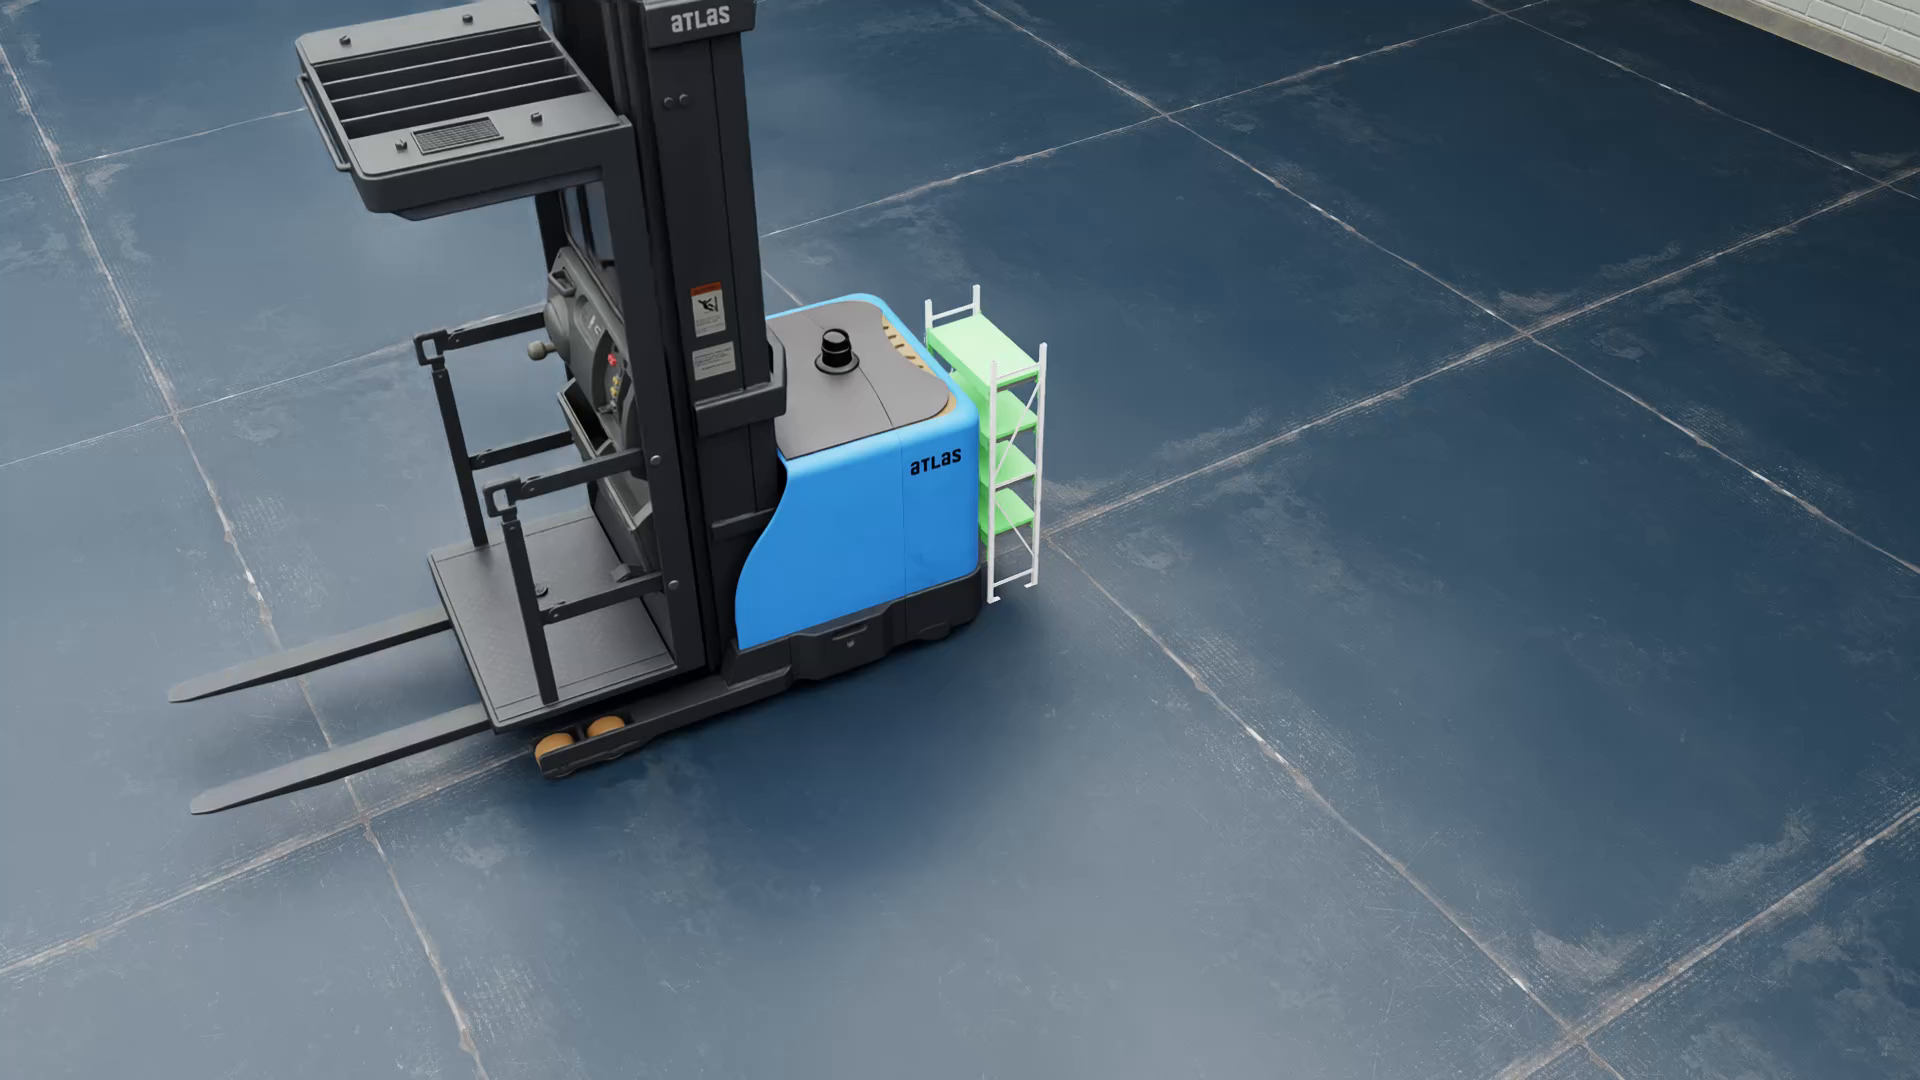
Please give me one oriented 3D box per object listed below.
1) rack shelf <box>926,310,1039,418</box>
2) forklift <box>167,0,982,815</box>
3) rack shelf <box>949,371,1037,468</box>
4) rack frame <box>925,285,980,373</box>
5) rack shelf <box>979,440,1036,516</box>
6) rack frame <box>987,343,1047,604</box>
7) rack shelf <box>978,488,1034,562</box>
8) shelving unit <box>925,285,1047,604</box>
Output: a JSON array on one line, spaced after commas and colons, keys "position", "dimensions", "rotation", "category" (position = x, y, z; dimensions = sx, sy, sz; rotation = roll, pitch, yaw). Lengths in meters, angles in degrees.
[{"position": [0.096, -0.693, 6.494], "dimensions": [0.258, 0.148, 0.480], "rotation": [-21, 44, -23], "category": "rack shelf"}, {"position": [-1.464, -0.631, 5.718], "dimensions": [3.031, 2.935, 1.130], "rotation": [-18, 43, -20], "category": "forklift"}, {"position": [0.096, -0.508, 6.647], "dimensions": [0.258, 0.148, 0.480], "rotation": [-21, 44, -23], "category": "rack shelf"}, {"position": [-0.028, -0.507, 6.922], "dimensions": [0.240, 1.200, 0.015], "rotation": [-21, 44, -23], "category": "rack frame"}, {"position": [0.096, -0.324, 6.801], "dimensions": [0.258, 0.148, 0.480], "rotation": [-21, 44, -23], "category": "rack shelf"}, {"position": [0.220, -0.238, 6.599], "dimensions": [0.240, 1.200, 0.015], "rotation": [-21, 44, -23], "category": "rack frame"}, {"position": [0.096, -0.139, 6.955], "dimensions": [0.258, 0.148, 0.480], "rotation": [-21, 44, -23], "category": "rack shelf"}, {"position": [0.096, -0.373, 6.760], "dimensions": [0.258, 1.200, 0.503], "rotation": [-21, 44, -23], "category": "shelving unit"}]
